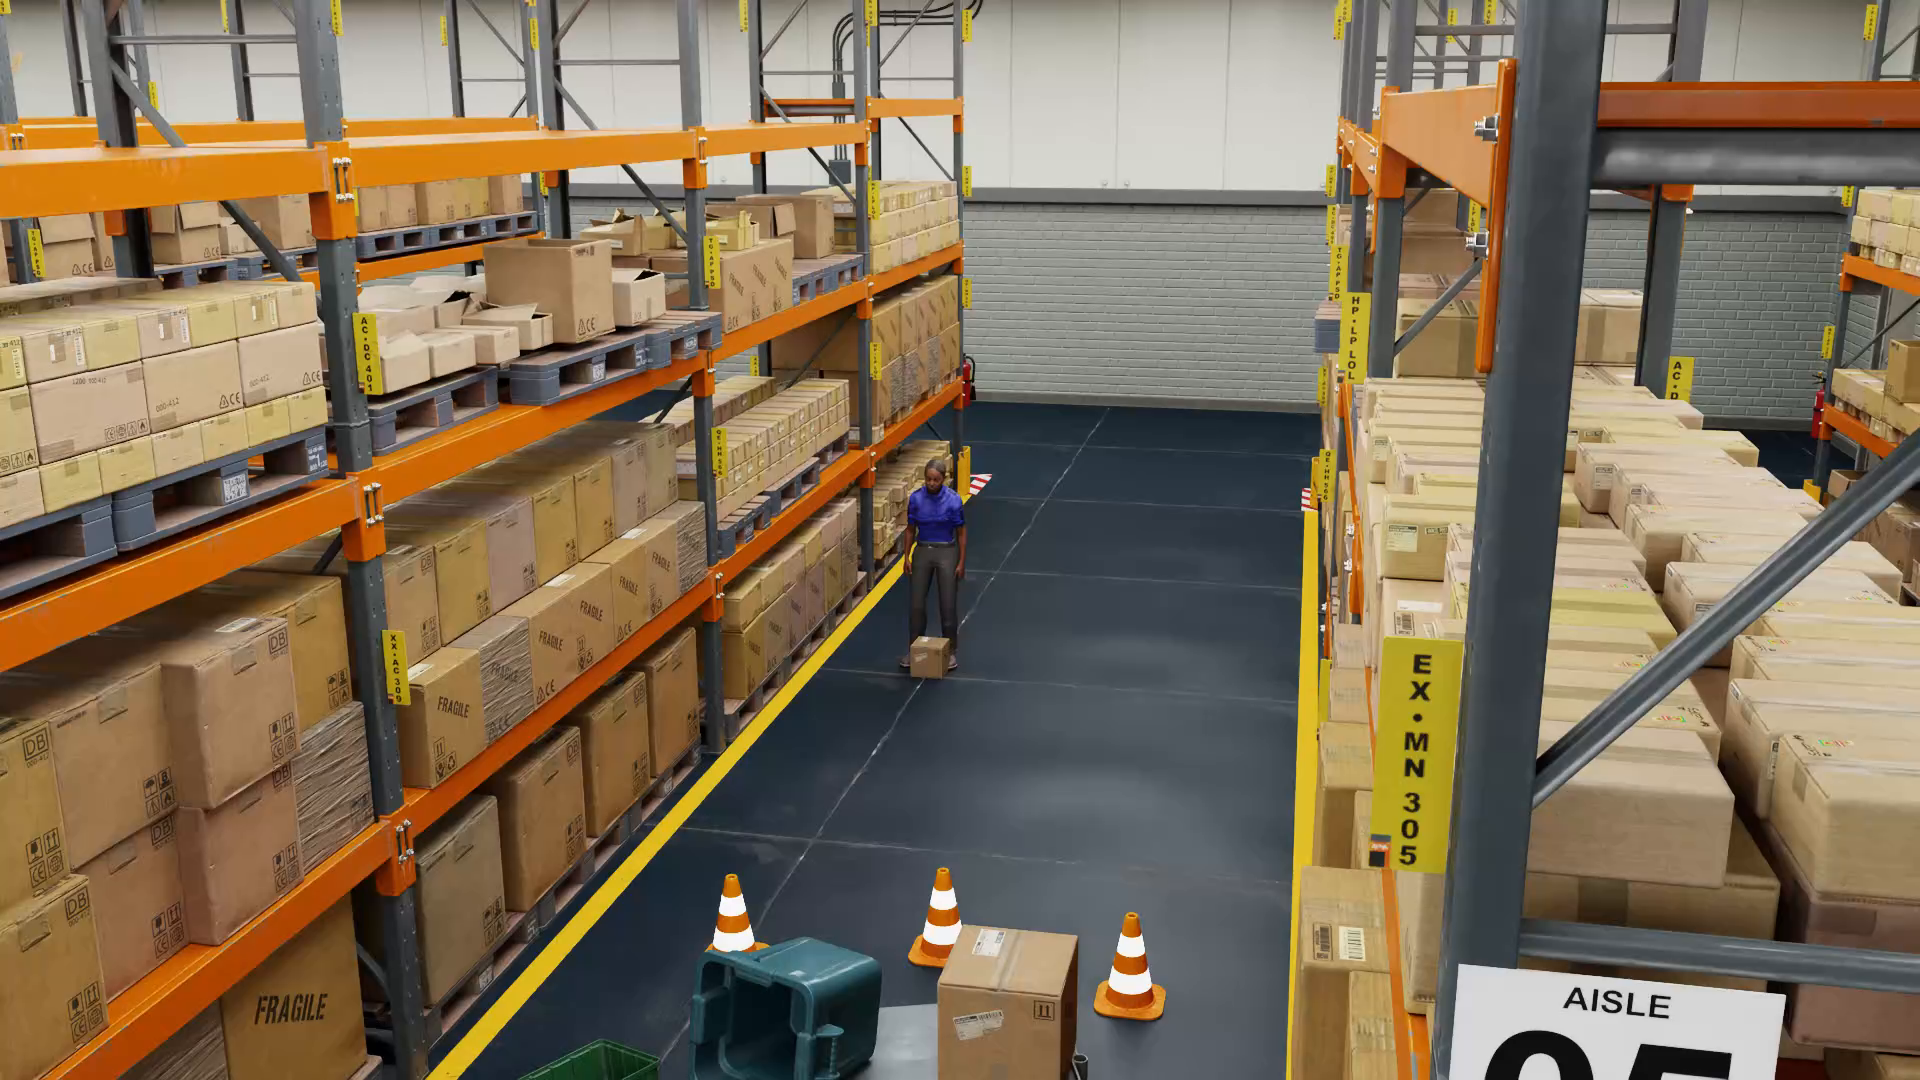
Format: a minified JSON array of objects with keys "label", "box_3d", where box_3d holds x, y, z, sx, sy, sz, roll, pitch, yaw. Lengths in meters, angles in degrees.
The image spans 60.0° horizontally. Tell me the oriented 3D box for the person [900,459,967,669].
[{"label":"person","box_3d":[-0.201,0.169,12.881,0.504,1.655,0.349,3,15,11]}]
